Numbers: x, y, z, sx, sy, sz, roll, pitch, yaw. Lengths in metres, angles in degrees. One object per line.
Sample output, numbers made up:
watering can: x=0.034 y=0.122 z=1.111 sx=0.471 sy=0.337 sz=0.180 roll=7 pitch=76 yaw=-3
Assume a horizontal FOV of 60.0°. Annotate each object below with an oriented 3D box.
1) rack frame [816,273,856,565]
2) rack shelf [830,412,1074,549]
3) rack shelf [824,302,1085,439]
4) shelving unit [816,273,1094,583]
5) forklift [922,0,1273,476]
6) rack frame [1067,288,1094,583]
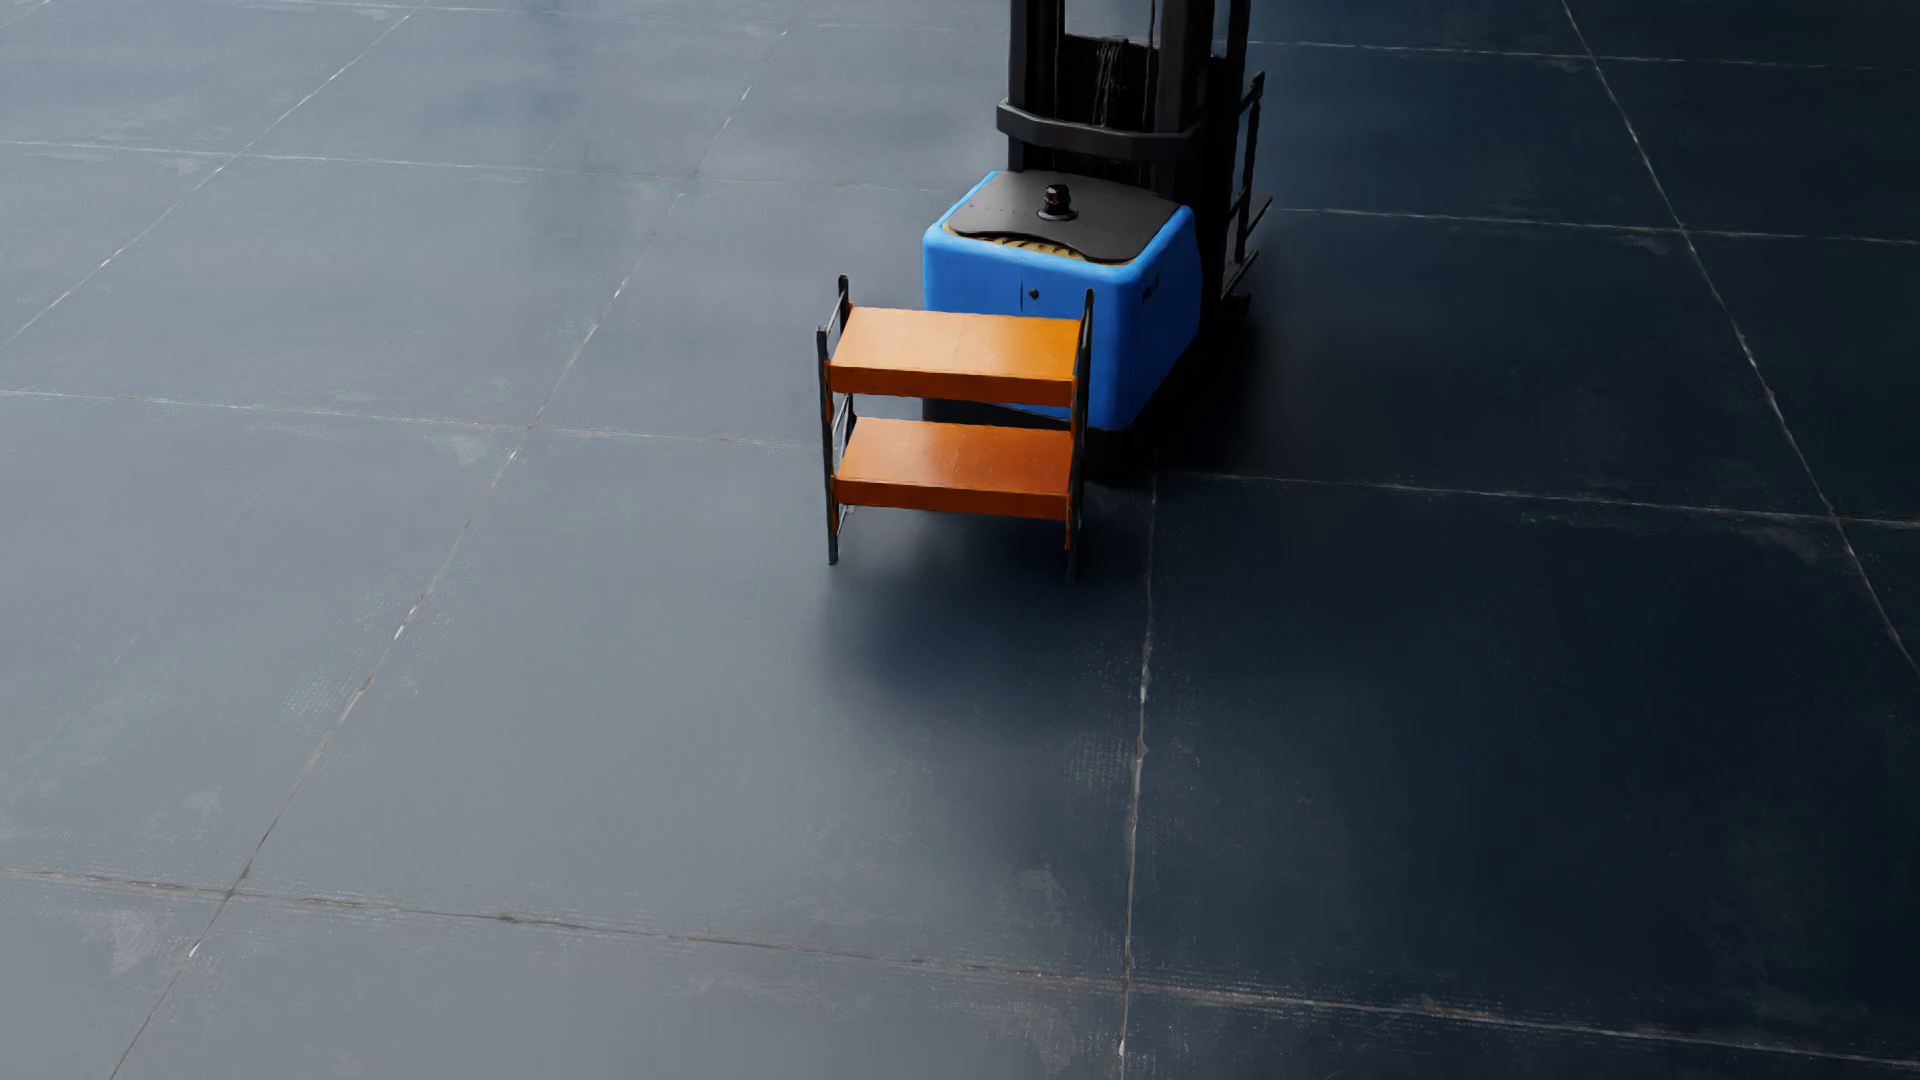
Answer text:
rack frame: x=-0.511 y=-0.496 z=6.977 sx=0.032 sy=1.125 sz=0.500 roll=4 pitch=36 yaw=6
rack shelf: x=-0.007 y=-0.259 z=7.066 sx=1.000 sy=0.278 sz=0.538 roll=4 pitch=36 yaw=6
rack shelf: x=-0.007 y=-0.697 z=6.754 sx=1.000 sy=0.278 sz=0.538 roll=4 pitch=36 yaw=6
shelving unit: x=-0.007 y=-0.458 z=6.924 sx=1.048 sy=1.125 sz=0.538 roll=4 pitch=36 yaw=6
forklift: x=0.893 y=-2.327 z=7.988 sx=1.130 sy=2.935 sz=3.031 roll=15 pitch=38 yaw=20
rack frame: x=0.498 y=-0.421 z=6.871 sx=0.032 sy=1.125 sz=0.500 roll=4 pitch=36 yaw=6
